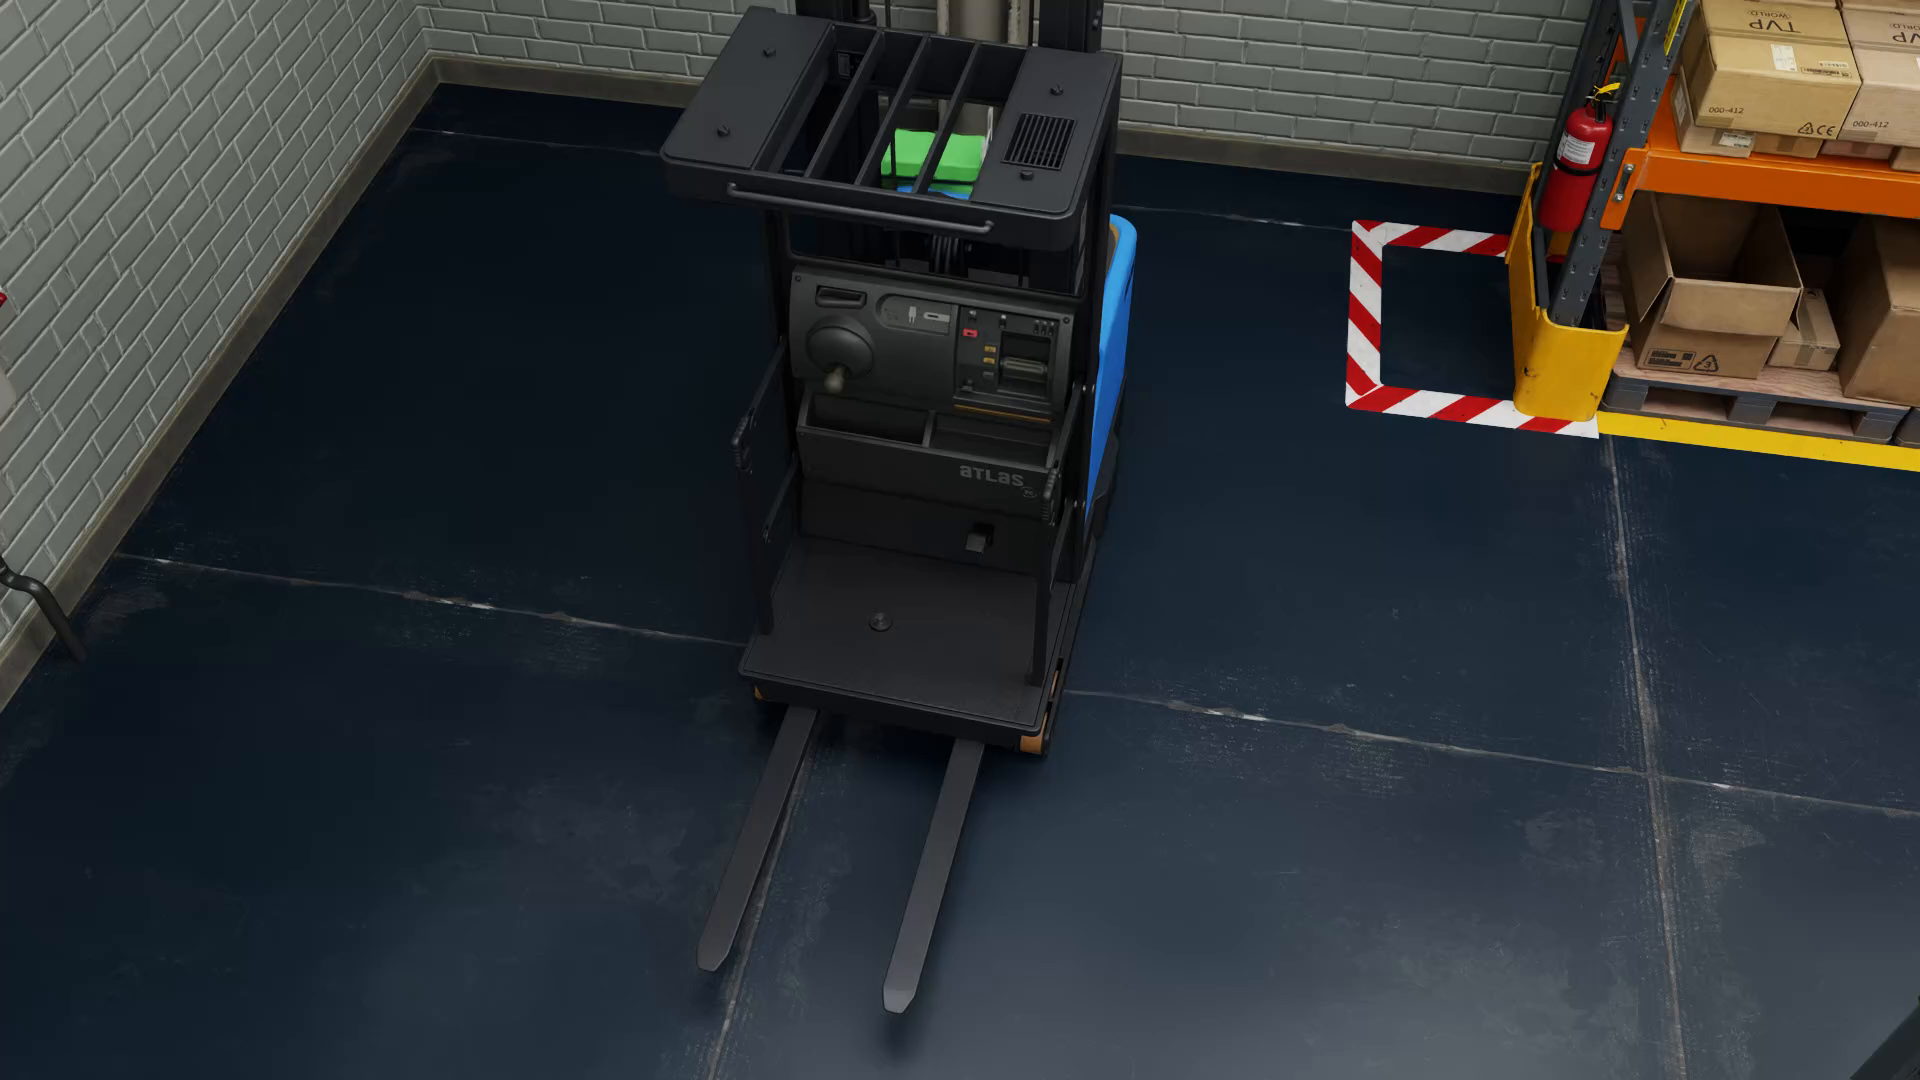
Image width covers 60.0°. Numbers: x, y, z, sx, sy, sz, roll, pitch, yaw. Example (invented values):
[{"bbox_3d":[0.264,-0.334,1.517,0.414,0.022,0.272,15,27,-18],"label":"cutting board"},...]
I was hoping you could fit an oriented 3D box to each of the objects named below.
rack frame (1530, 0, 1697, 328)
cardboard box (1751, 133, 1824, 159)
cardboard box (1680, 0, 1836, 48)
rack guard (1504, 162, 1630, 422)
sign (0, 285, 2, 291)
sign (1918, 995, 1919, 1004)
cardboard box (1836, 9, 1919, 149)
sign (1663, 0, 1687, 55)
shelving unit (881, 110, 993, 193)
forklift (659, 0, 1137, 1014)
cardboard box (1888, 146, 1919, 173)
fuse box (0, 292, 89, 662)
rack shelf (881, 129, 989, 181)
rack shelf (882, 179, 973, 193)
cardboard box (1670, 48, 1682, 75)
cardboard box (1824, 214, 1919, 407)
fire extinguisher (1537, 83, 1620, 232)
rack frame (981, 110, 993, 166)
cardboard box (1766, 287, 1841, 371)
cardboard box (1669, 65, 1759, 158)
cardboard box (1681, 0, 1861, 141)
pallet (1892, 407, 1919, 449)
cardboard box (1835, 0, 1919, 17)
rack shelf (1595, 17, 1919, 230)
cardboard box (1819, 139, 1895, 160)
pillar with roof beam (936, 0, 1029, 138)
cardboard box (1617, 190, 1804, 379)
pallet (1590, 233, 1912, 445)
[{"bbox_3d":[2.603,-1.965,6.471,0.127,3.000,1.000,8,49,7],"label":"rack frame"},{"bbox_3d":[3.136,-1.637,6.345,0.250,0.149,0.380,9,49,8],"label":"cardboard box"},{"bbox_3d":[3.103,-2.148,6.536,0.500,0.250,0.500,9,49,8],"label":"cardboard box"},{"bbox_3d":[2.678,-1.119,7.392,0.348,0.500,1.175,8,49,7],"label":"rack guard"},{"bbox_3d":[-3.428,-0.936,5.610,0.001,0.494,0.329,8,49,7],"label":"sign"},{"bbox_3d":[1.834,0.807,3.042,0.005,0.325,0.100,8,49,7],"label":"sign"},{"bbox_3d":[3.498,-1.690,6.125,0.500,0.250,0.500,8,49,7],"label":"cardboard box"},{"bbox_3d":[2.507,-1.857,5.792,0.005,0.325,0.100,8,49,7],"label":"sign"},{"bbox_3d":[-0.140,-1.234,7.014,0.503,1.200,0.258,6,45,5],"label":"shelving unit"},{"bbox_3d":[-0.147,-0.525,5.224,1.130,2.935,3.031,10,49,9],"label":"forklift"},{"bbox_3d":[3.639,-1.549,6.266,0.250,0.149,0.380,9,49,8],"label":"cardboard box"},{"bbox_3d":[-3.312,-0.148,5.704,0.414,1.711,0.539,8,49,7],"label":"fuse box"},{"bbox_3d":[-0.136,-1.531,6.722,0.480,0.148,0.258,6,45,5],"label":"rack shelf"},{"bbox_3d":[-0.138,-1.360,6.890,0.480,0.148,0.258,6,45,5],"label":"rack shelf"},{"bbox_3d":[2.977,-2.034,6.702,0.250,0.149,0.380,7,48,6],"label":"cardboard box"},{"bbox_3d":[4.022,-0.978,6.982,0.500,0.500,0.700,9,49,8],"label":"cardboard box"},{"bbox_3d":[2.376,-1.496,6.352,0.183,0.674,0.296,8,49,7],"label":"fire extinguisher"},{"bbox_3d":[0.102,-1.210,6.992,0.015,1.200,0.240,6,45,5],"label":"rack frame"},{"bbox_3d":[3.599,-0.917,7.164,0.250,0.149,0.380,6,48,5],"label":"cardboard box"},{"bbox_3d":[2.878,-1.637,6.345,0.250,0.149,0.380,7,48,7],"label":"cardboard box"},{"bbox_3d":[3.002,-1.757,6.185,0.500,0.250,0.500,8,49,7],"label":"cardboard box"},{"bbox_3d":[4.659,-0.755,7.259,1.213,0.211,1.003,8,49,7],"label":"pallet"},{"bbox_3d":[3.610,-2.079,6.474,0.500,0.250,0.500,8,49,7],"label":"cardboard box"},{"bbox_3d":[4.571,-1.460,6.501,4.000,0.370,1.077,8,49,7],"label":"rack shelf"},{"bbox_3d":[3.401,-1.628,6.337,0.250,0.149,0.380,7,48,6],"label":"cardboard box"},{"bbox_3d":[-0.656,-1.835,2.321,0.400,9.000,9.100,8,49,7],"label":"pillar with roof beam"},{"bbox_3d":[3.188,-1.121,7.108,0.637,0.503,0.797,6,48,5],"label":"cardboard box"},{"bbox_3d":[3.462,-0.918,7.405,1.213,0.211,1.003,8,49,7],"label":"pallet"}]
